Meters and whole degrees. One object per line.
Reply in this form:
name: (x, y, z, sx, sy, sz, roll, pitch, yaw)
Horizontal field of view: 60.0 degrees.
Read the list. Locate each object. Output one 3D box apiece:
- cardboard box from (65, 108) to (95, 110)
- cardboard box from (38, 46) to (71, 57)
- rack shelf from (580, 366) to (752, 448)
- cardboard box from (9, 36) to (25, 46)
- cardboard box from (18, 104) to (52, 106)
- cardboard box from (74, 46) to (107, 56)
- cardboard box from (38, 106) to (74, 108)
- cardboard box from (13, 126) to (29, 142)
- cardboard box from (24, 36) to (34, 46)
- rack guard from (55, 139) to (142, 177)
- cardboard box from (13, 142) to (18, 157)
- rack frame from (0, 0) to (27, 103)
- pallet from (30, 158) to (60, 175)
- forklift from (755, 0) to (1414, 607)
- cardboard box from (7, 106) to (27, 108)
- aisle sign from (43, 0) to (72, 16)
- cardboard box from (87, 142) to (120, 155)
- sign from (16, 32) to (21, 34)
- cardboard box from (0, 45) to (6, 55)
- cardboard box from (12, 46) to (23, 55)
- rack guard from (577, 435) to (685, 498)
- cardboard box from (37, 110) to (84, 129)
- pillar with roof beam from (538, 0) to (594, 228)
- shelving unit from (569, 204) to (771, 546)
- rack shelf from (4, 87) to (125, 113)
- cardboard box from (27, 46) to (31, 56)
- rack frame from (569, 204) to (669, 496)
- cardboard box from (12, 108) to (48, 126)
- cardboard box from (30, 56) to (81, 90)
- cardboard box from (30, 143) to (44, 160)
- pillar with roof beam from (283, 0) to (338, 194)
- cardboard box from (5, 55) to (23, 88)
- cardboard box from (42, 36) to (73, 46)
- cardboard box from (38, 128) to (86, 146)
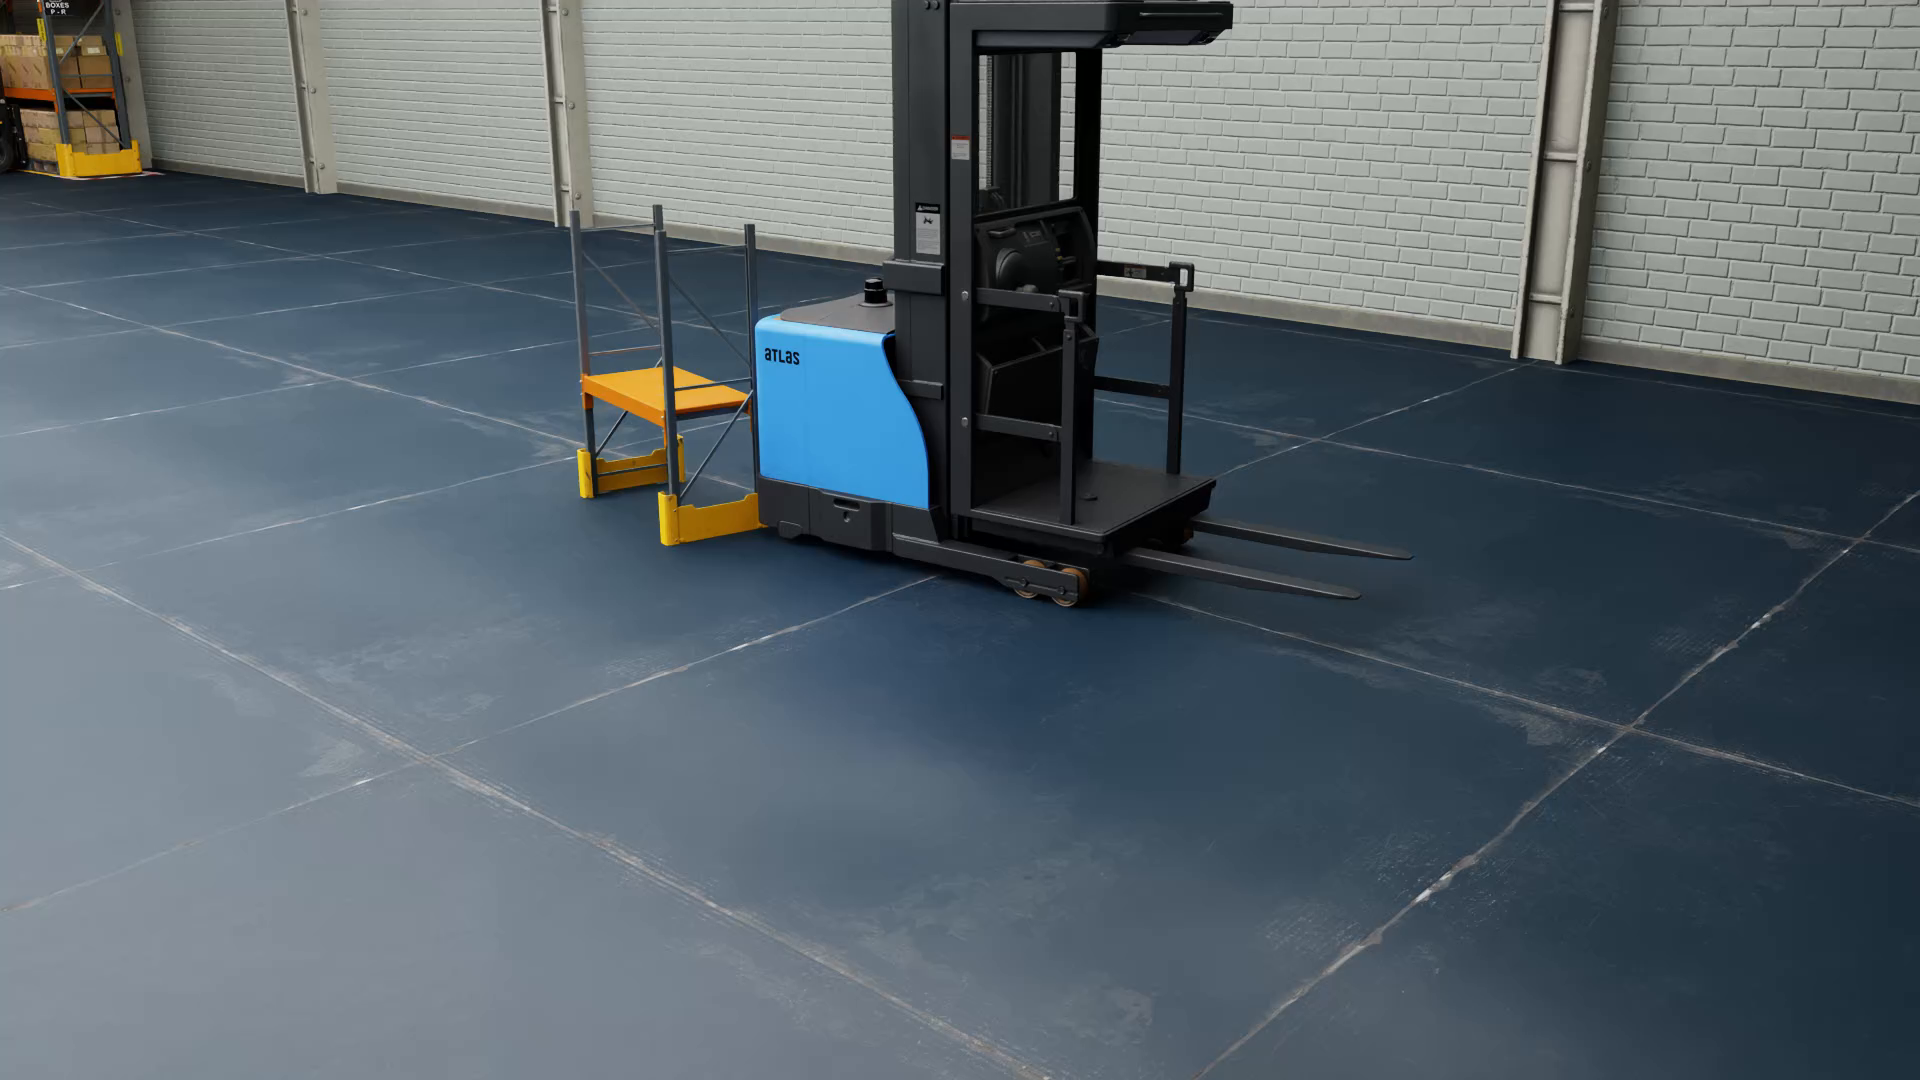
cardboard box: (-14.286, -6.865, 26.983, 0.500, 0.250, 0.500, 15, 23, 39)
cardboard box: (-14.121, -7.623, 25.936, 0.250, 0.149, 0.380, 15, 23, 40)
rack shelf: (-1.474, -0.696, 8.419, 0.538, 0.185, 1.000, -12, 21, -33)
cardboard box: (-14.908, -7.966, 26.524, 0.250, 0.149, 0.380, 16, 23, 41)
cardboard box: (-15.783, -7.276, 28.278, 0.500, 0.250, 0.500, 15, 23, 38)
cardboard box: (-13.758, -7.744, 26.316, 0.250, 0.149, 0.380, 14, 23, 38)
cardboard box: (-15.032, -7.072, 27.636, 0.500, 0.250, 0.500, 14, 23, 38)
cardboard box: (-15.016, -6.617, 27.028, 0.500, 0.250, 0.500, 14, 23, 38)
cardboard box: (-14.503, -7.872, 26.228, 0.250, 0.149, 0.380, 16, 23, 40)
rack guard: (-13.658, -6.064, 26.393, 0.348, 0.500, 1.175, 15, 23, 39)
cardboard box: (-15.375, -6.476, 27.411, 0.500, 0.250, 0.500, 16, 24, 41)
rack frame: (-16.668, -8.063, 28.560, 0.127, 3.000, 1.000, 15, 23, 39)
pallet: (-14.276, -6.075, 26.905, 1.213, 0.211, 1.003, 15, 23, 39)
forklift: (0.518, -1.291, 7.334, 3.031, 2.935, 1.130, 12, 21, 32)
cardboard box: (-15.759, -7.059, 27.594, 0.500, 0.250, 0.500, 16, 24, 41)
aisle sign: (-13.822, -8.420, 25.385, 0.004, 0.787, 0.394, 15, 23, 39)
cardboard box: (-13.914, -6.293, 26.832, 0.500, 0.250, 0.500, 15, 23, 39)
sign: (-16.301, -8.640, 28.814, 0.005, 0.325, 0.100, 15, 23, 39)
cardboard box: (-15.461, -7.982, 27.065, 0.250, 0.149, 0.380, 14, 23, 38)
cardboard box: (-14.895, -7.829, 26.584, 0.250, 0.149, 0.380, 14, 22, 38)
rack guard: (-1.764, -0.397, 8.950, 0.587, 0.250, 0.087, -12, 21, -33)
cardboard box: (-14.228, -6.648, 26.300, 0.500, 0.250, 0.500, 16, 24, 41)
pillar with roof beam: (-7.481, -7.080, 15.544, 0.400, 9.000, 9.100, 15, 23, 39)
shelving unit: (-1.479, -0.869, 8.372, 0.587, 1.500, 1.083, -12, 21, -33)
rack shelf: (-15.172, -7.319, 27.404, 4.000, 0.370, 1.077, 15, 23, 39)
cardboard box: (-14.486, -7.734, 26.284, 0.250, 0.149, 0.380, 16, 23, 40)
rack frame: (-1.764, -0.993, 8.762, 0.500, 1.500, 0.032, -12, 21, -33)
cardboard box: (-14.997, -6.848, 26.931, 0.500, 0.250, 0.500, 15, 23, 40)
cardboard box: (-14.219, -7.347, 26.139, 0.500, 0.500, 0.500, 14, 23, 38)
cardboard box: (-14.603, -6.275, 26.775, 0.500, 0.250, 0.500, 15, 23, 39)
pillar with roof beam: (-11.969, -8.285, 19.340, 0.400, 9.000, 9.100, 15, 23, 39)
cardboard box: (-14.984, -7.556, 26.797, 0.500, 0.500, 0.500, 14, 23, 38)
cardboard box: (-14.084, -7.783, 25.948, 0.250, 0.149, 0.380, 15, 23, 39)
cardboard box: (-14.248, -6.415, 26.391, 0.500, 0.250, 0.500, 15, 23, 39)
